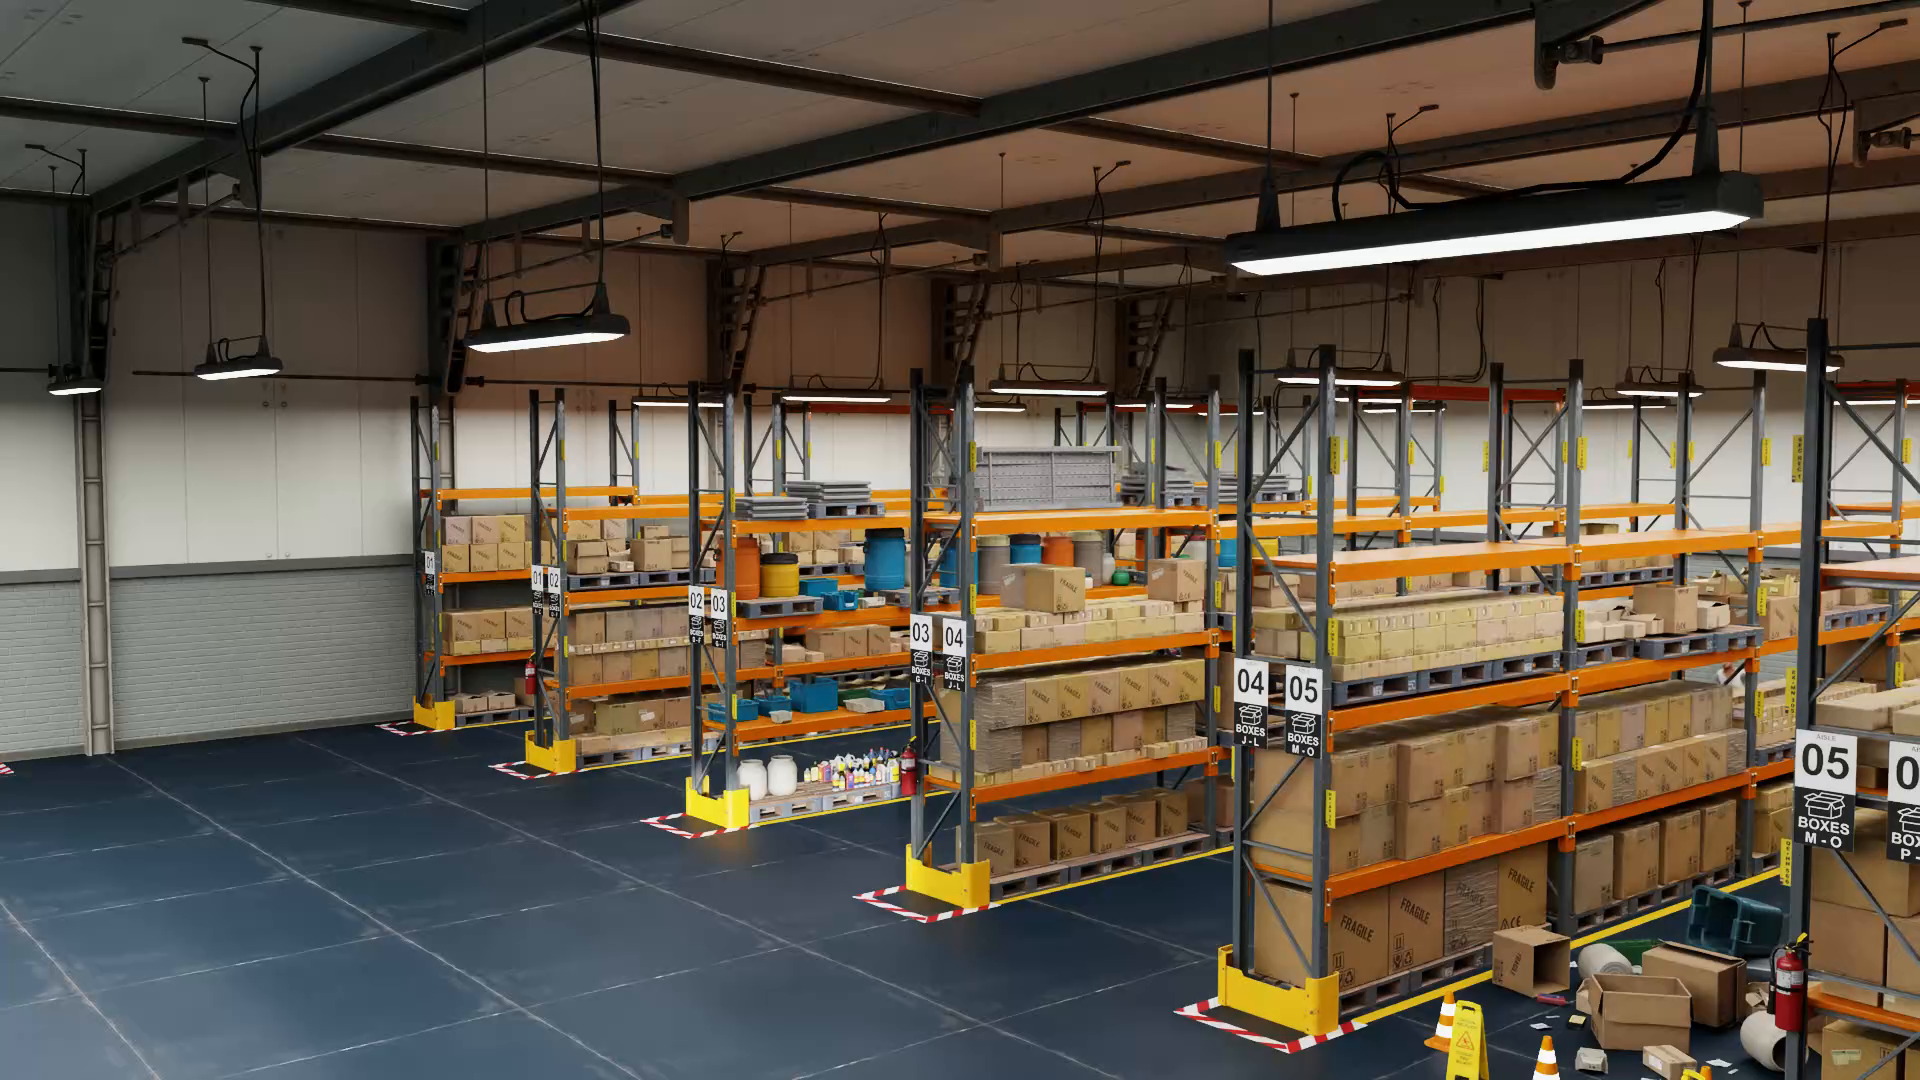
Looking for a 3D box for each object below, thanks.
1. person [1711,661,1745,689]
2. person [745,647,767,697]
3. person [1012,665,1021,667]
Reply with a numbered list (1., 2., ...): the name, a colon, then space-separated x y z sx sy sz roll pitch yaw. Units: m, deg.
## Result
1. person: 12.634 2.696 27.131 0.720 1.728 0.620 3 4 41
2. person: -3.846 2.478 30.801 0.580 1.639 0.990 3 5 44
3. person: 0.841 2.603 28.718 0.654 1.728 0.664 -3 5 -43
